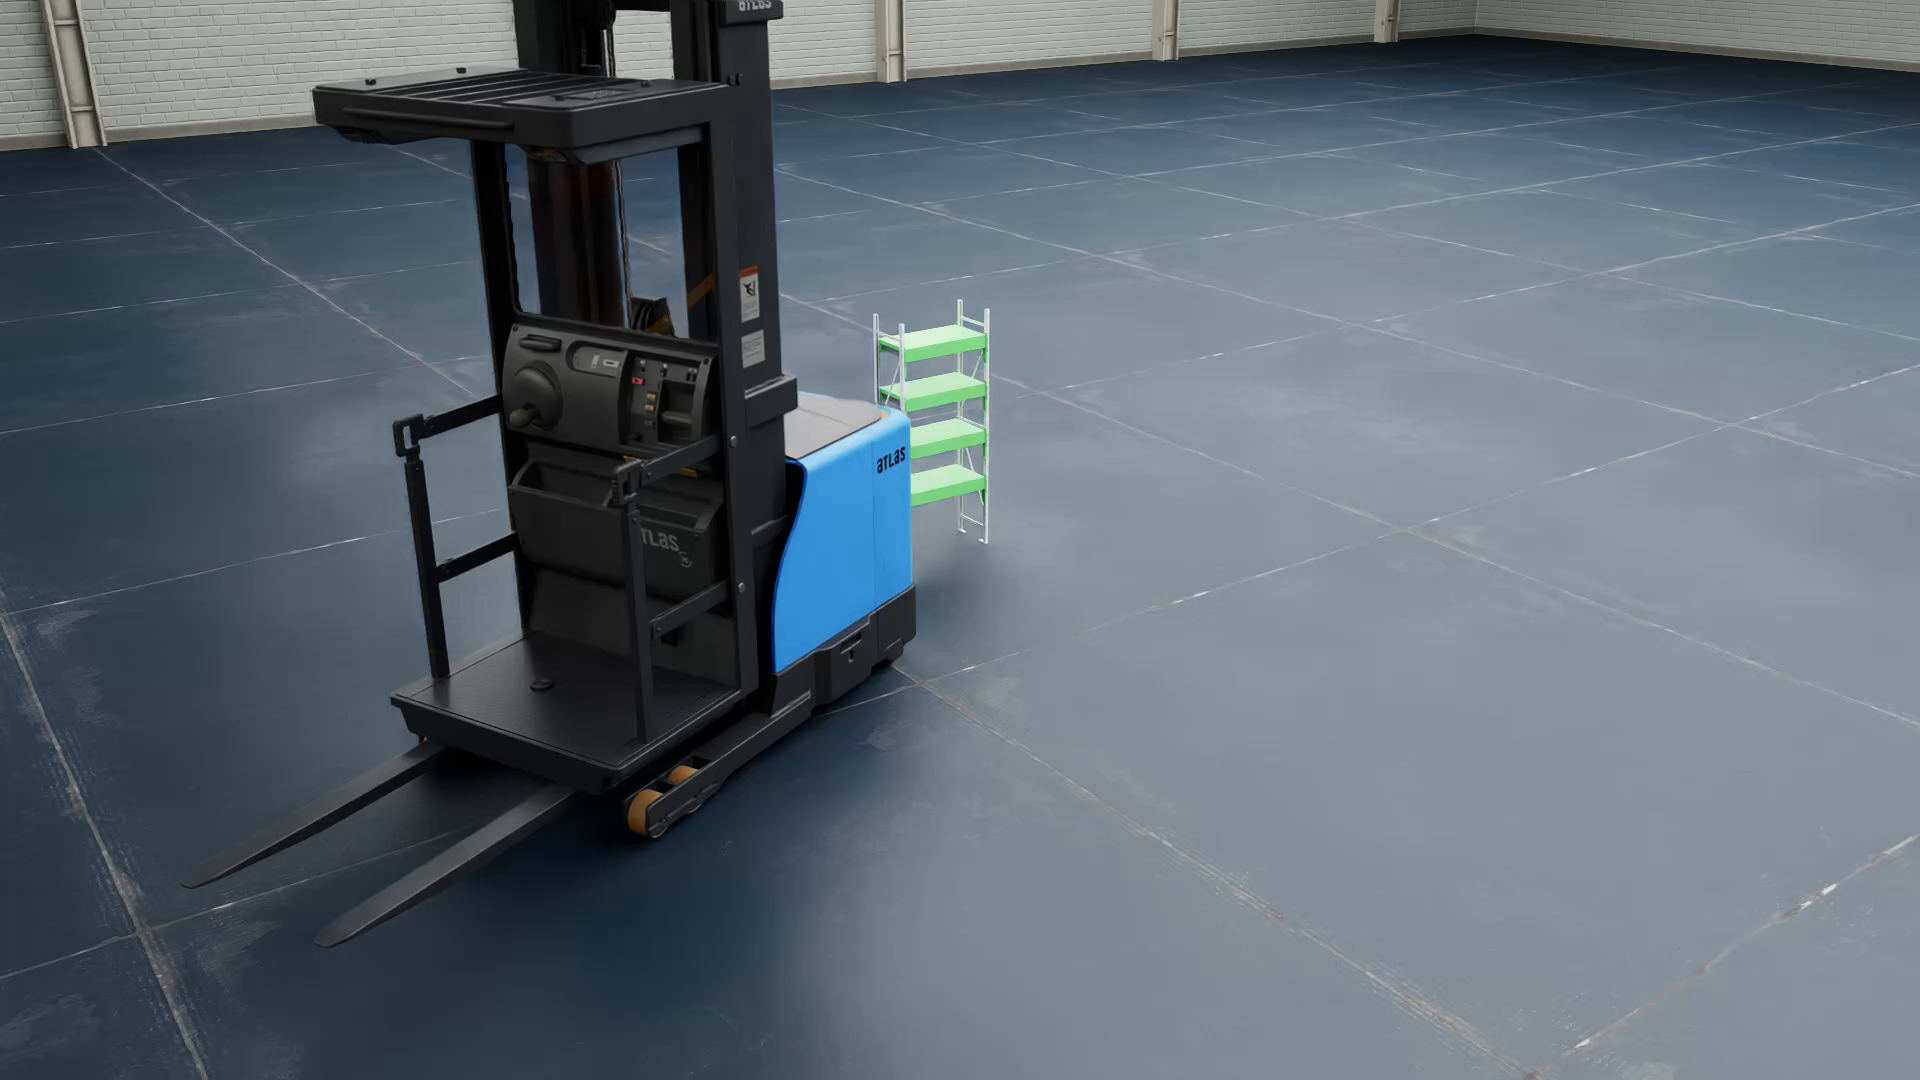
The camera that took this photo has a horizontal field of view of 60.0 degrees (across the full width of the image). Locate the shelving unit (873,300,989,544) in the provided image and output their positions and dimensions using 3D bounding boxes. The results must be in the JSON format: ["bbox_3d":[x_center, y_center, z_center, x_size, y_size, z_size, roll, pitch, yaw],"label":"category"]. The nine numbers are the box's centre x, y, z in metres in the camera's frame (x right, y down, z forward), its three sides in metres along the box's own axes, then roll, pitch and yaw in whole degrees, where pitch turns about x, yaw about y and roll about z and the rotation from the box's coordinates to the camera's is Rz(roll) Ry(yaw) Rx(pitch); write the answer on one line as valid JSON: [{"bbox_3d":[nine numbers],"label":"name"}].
[{"bbox_3d":[-0.134,-0.521,8.084,0.503,1.200,0.258,-15,26,-33],"label":"shelving unit"}]

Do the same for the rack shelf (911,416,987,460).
[{"bbox_3d":[-0.134,-0.462,8.108,0.480,0.148,0.258,-15,26,-33],"label":"rack shelf"}]

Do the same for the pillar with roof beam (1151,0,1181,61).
[{"bbox_3d":[6.264,-11.693,25.559,0.400,9.000,9.100,-15,26,-33],"label":"pillar with roof beam"}]

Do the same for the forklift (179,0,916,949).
[{"bbox_3d":[-1.366,-0.517,5.738,1.130,2.935,3.031,12,25,28],"label":"forklift"}]

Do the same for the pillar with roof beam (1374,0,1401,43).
[{"bbox_3d":[11.135,-12.992,28.813,0.400,9.000,9.100,-15,26,-33],"label":"pillar with roof beam"}]

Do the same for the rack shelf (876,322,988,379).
[{"bbox_3d":[-0.134,-0.908,7.930,0.480,0.148,0.258,-15,26,-33],"label":"rack shelf"}]

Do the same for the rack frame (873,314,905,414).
[{"bbox_3d":[-0.332,-0.469,7.952,0.015,1.200,0.240,-15,26,-33],"label":"rack frame"}]

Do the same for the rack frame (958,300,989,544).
[{"bbox_3d":[0.064,-0.574,8.217,0.015,1.200,0.240,-15,26,-33],"label":"rack frame"}]

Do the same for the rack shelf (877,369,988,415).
[{"bbox_3d":[-0.134,-0.685,8.019,0.480,0.148,0.258,-15,26,-33],"label":"rack shelf"}]

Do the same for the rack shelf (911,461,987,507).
[{"bbox_3d":[-0.134,-0.239,8.197,0.480,0.148,0.258,-15,26,-33],"label":"rack shelf"}]

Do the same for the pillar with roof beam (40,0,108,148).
[{"bbox_3d":[-8.347,-7.797,15.795,0.400,9.000,9.100,-15,26,-33],"label":"pillar with roof beam"}]

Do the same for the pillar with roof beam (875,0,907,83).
[{"bbox_3d":[1.394,-10.395,22.304,0.400,9.000,9.100,-15,26,-33],"label":"pillar with roof beam"}]
